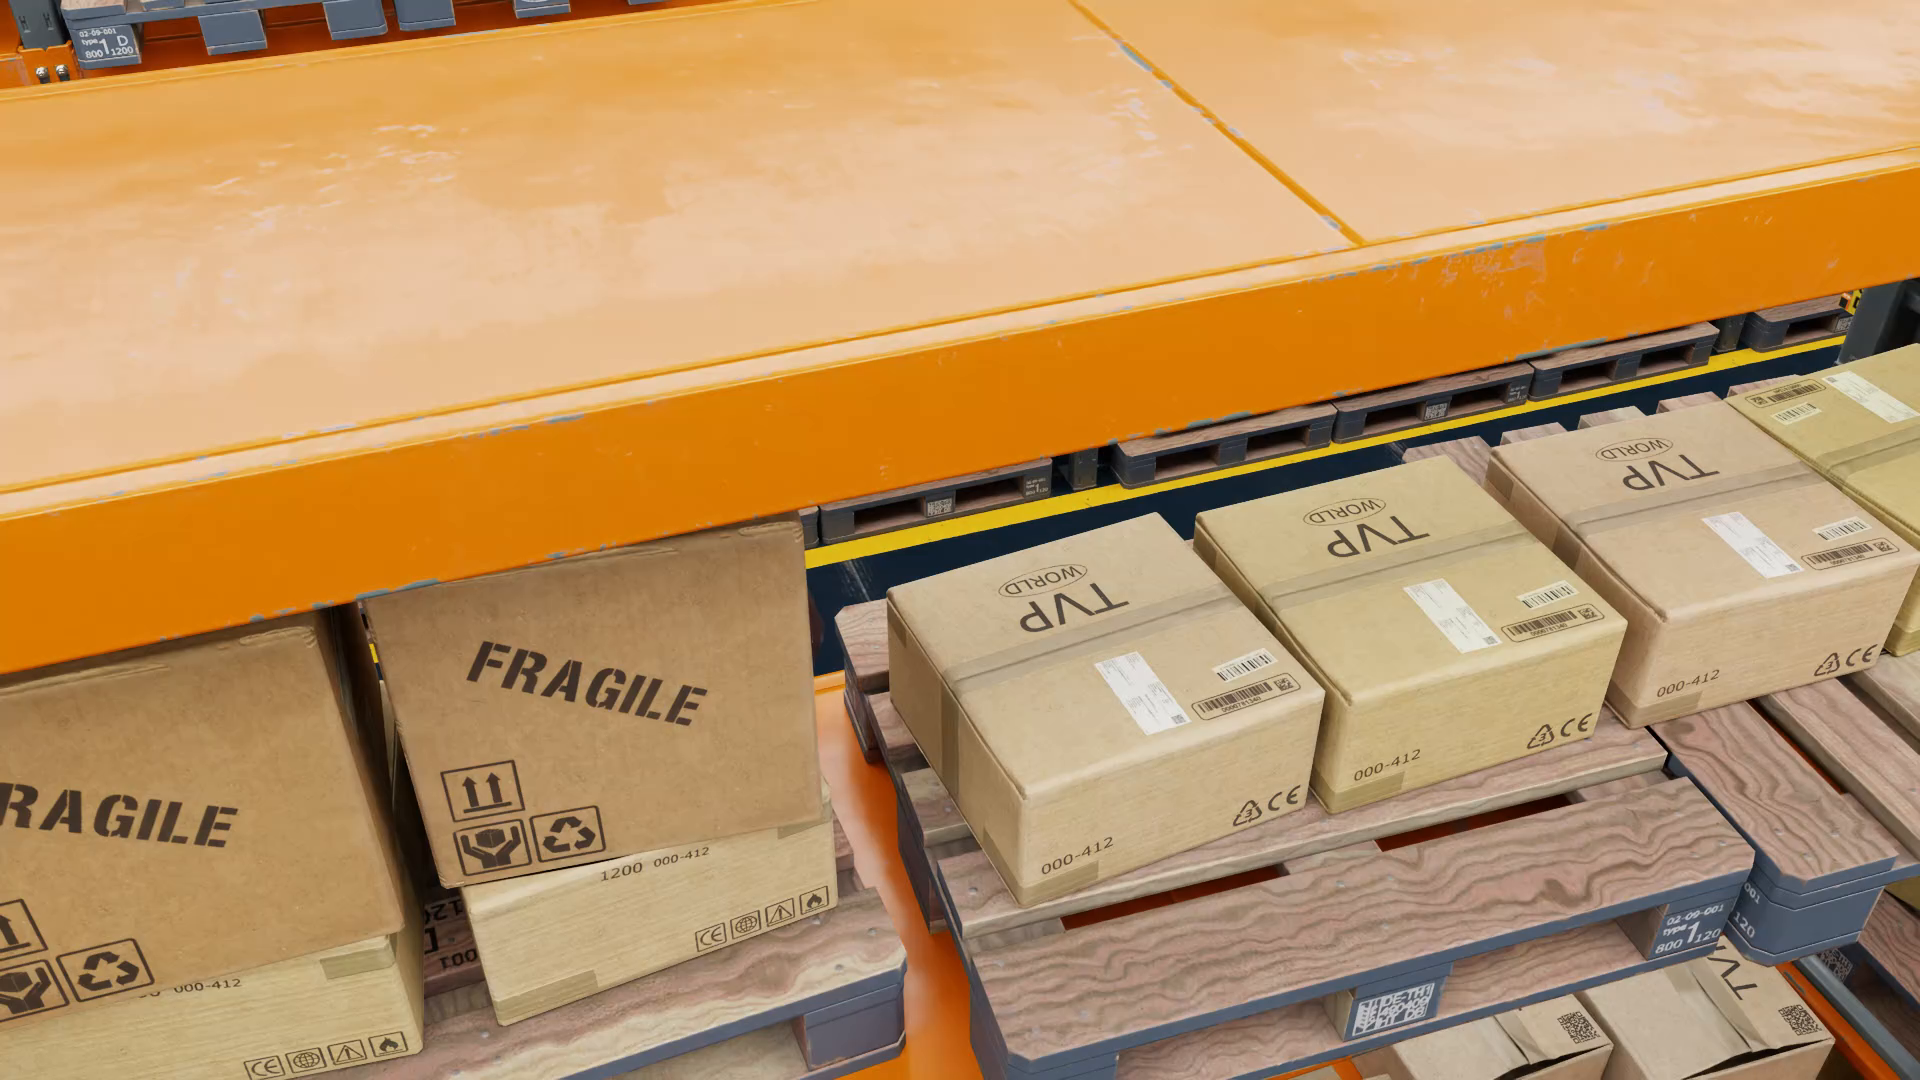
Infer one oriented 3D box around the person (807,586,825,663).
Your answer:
[{"bbox_3d":[-0.860,0.419,6.395,0.701,1.440,0.630,-12,39,-16],"label":"person"}]
